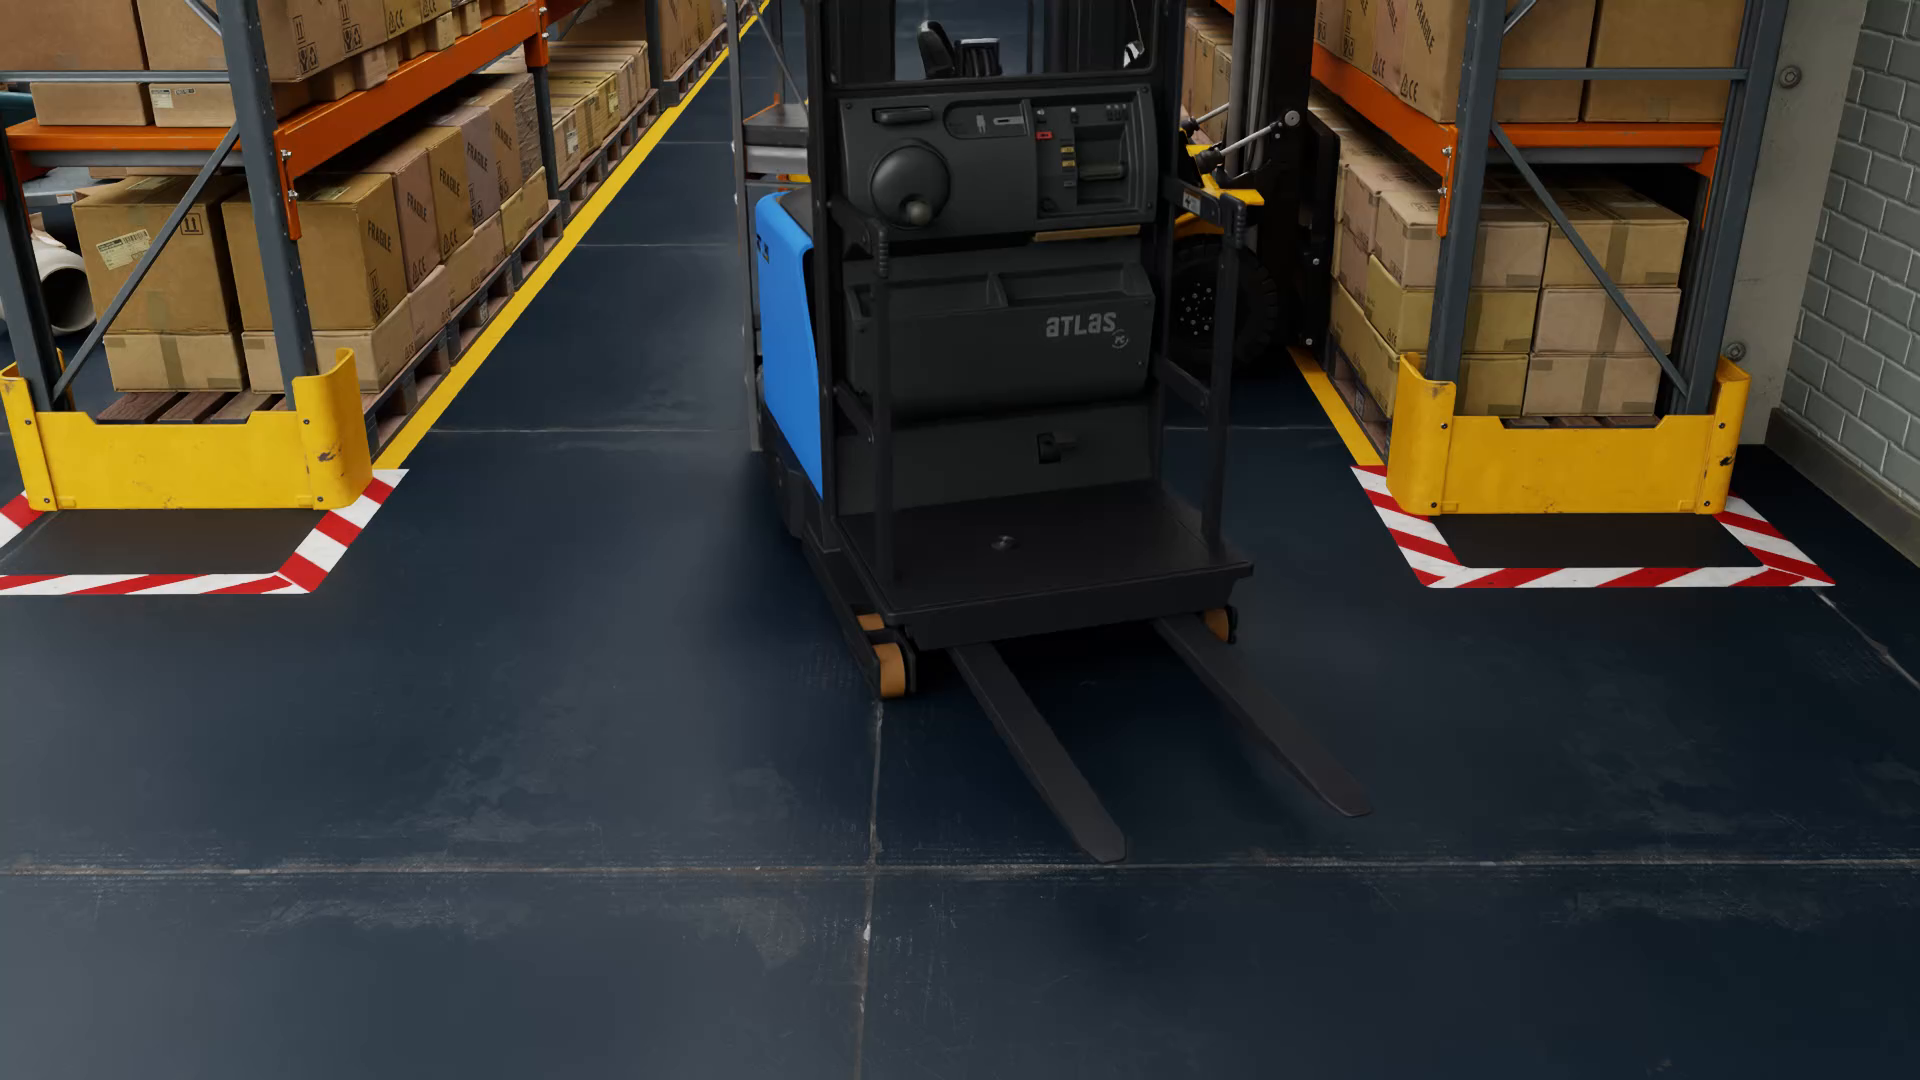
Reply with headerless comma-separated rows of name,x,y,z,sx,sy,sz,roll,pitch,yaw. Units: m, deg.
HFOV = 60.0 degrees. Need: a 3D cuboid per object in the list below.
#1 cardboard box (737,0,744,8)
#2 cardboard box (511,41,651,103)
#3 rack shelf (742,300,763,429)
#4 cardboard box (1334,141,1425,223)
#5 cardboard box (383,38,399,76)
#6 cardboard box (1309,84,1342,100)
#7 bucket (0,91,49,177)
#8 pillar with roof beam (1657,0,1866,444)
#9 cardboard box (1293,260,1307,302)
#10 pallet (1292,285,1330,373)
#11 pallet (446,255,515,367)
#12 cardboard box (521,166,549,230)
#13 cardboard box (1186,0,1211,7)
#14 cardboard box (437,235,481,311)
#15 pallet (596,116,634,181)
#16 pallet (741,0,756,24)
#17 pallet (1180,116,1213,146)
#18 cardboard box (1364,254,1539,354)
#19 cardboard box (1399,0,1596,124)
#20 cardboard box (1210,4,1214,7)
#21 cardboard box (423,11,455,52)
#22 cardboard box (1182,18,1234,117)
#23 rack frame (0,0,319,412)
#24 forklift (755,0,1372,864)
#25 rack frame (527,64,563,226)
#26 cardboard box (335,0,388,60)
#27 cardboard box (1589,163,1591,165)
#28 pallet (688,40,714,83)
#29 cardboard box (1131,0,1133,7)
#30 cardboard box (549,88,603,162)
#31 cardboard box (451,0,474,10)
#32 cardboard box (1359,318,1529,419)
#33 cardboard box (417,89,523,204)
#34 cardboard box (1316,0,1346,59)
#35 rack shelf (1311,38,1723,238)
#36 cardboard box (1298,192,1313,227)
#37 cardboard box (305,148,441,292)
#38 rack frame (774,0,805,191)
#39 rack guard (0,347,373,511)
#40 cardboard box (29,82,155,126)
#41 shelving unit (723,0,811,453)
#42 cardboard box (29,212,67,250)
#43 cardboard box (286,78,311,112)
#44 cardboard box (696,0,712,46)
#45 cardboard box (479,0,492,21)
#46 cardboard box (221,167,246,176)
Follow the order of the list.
cardboard box,-2.830,-6.111,18.221,0.875,0.438,0.875,-1,24,-2
cardboard box,-2.880,-3.572,12.686,0.950,0.372,0.625,-2,24,-4
rack shelf,-0.569,-0.736,6.561,0.431,0.518,0.480,5,25,12
cardboard box,1.830,-1.539,7.126,0.500,0.250,0.500,0,24,0
cardboard box,-2.518,-1.965,6.760,0.380,0.149,0.250,0,24,1
cardboard box,1.818,-2.169,8.519,0.500,0.250,0.500,0,24,0
bucket,-5.475,-2.254,9.221,0.726,0.611,0.620,8,16,18
pillar with roof beam,-1.237,-4.543,4.875,9.100,9.000,0.400,0,24,-1
cardboard box,1.833,-1.294,7.797,0.500,0.250,0.500,1,24,1
pallet,2.114,-1.084,7.890,1.003,0.211,1.213,0,24,-1
pallet,-2.774,-1.111,7.951,1.003,0.211,1.213,0,24,-1
cardboard box,-2.558,-1.858,9.046,0.500,0.250,0.500,1,24,2
cardboard box,1.828,-4.385,13.541,0.380,0.149,0.250,-1,24,-3
cardboard box,-2.538,-1.221,7.638,0.500,0.250,0.500,1,24,3
pallet,-2.859,-2.717,11.500,1.003,0.211,1.213,0,24,-1
pallet,-2.866,-6.006,18.773,1.003,0.211,1.213,0,24,-1
pallet,2.067,-2.723,11.515,1.003,0.211,1.213,0,24,-1
cardboard box,1.856,-0.903,6.328,0.500,0.250,0.500,-1,24,-1
cardboard box,1.906,-1.785,5.936,0.500,0.500,0.500,-1,24,-2
cardboard box,1.872,-4.266,14.067,0.500,0.500,0.500,-1,24,-1
cardboard box,-2.498,-2.287,7.471,0.380,0.149,0.250,0,24,0
cardboard box,2.095,-3.417,12.038,0.875,0.625,0.625,1,24,1
rack frame,-2.789,-1.514,5.458,1.000,3.000,0.127,0,24,-1
forklift,0.186,-1.062,4.542,1.130,2.935,3.031,-7,25,-16
rack frame,-2.833,-3.162,9.102,1.000,3.000,0.127,0,24,-1
cardboard box,-2.526,-2.105,6.282,0.500,0.500,0.500,0,24,1
cardboard box,2.354,-1.543,7.135,0.500,0.250,0.500,0,24,-1
pallet,-2.820,-4.367,15.149,1.003,0.211,1.213,0,24,-1
cardboard box,1.840,-4.910,15.489,0.500,0.500,0.500,-1,24,-2
cardboard box,-2.852,-2.669,10.690,0.950,0.372,0.625,1,24,3
cardboard box,-2.557,-2.736,7.676,0.500,0.500,0.500,0,24,1
cardboard box,1.853,-0.669,6.415,0.500,0.250,0.500,0,24,0
cardboard box,-2.551,-1.990,8.428,0.500,0.500,0.500,0,24,0
cardboard box,1.887,-2.417,7.333,0.500,0.500,0.500,0,24,0
rack shelf,2.152,-2.034,7.481,1.077,0.370,4.000,0,24,-1
cardboard box,1.833,-1.529,7.711,0.500,0.250,0.500,0,24,-1
cardboard box,-2.532,-1.353,7.019,0.500,0.500,0.500,-1,24,-3
rack frame,-0.515,-1.484,6.484,0.400,2.100,0.015,5,25,12
rack guard,-2.790,-0.406,6.042,1.175,0.500,0.348,0,24,-1
cardboard box,-3.007,-1.553,5.848,0.380,0.149,0.250,1,24,1
shelving unit,-0.569,-1.386,6.267,0.431,2.100,0.503,5,25,12
cardboard box,-4.970,-1.571,8.902,0.258,0.266,0.396,-19,31,-36
cardboard box,-2.603,-1.645,6.051,0.380,0.149,0.250,0,24,0
cardboard box,-2.816,-5.055,15.355,0.875,0.875,0.875,0,24,1
cardboard box,-2.590,-2.706,8.398,0.380,0.149,0.250,0,24,0
cardboard box,-3.068,-1.338,6.986,0.500,0.500,0.500,1,24,1
